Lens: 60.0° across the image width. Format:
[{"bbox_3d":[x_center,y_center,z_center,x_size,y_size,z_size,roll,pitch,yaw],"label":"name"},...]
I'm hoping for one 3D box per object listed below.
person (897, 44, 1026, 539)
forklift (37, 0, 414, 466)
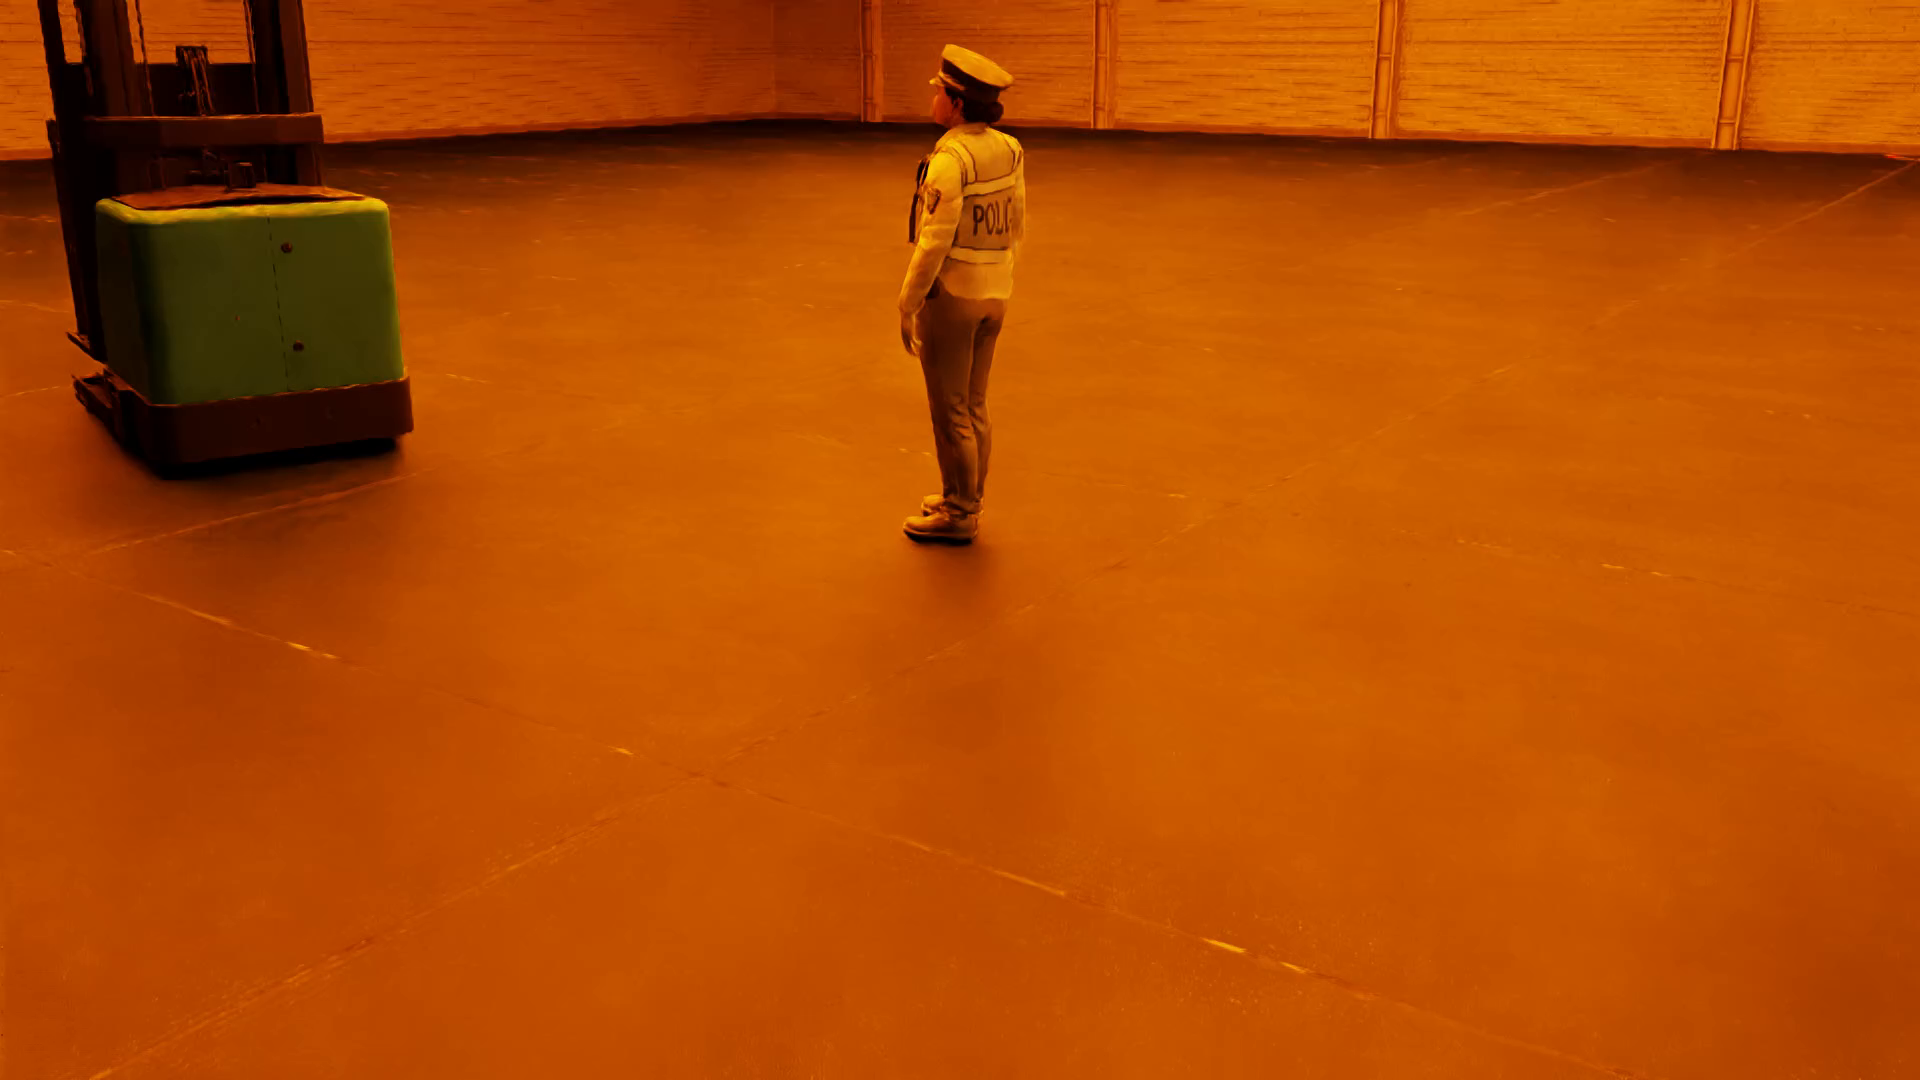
[{"bbox_3d":[-0.052,-0.832,5.746,0.532,1.695,0.586,11,20,33],"label":"person"},{"bbox_3d":[-3.666,-2.072,7.761,1.130,2.935,3.031,-12,20,-34],"label":"forklift"}]
